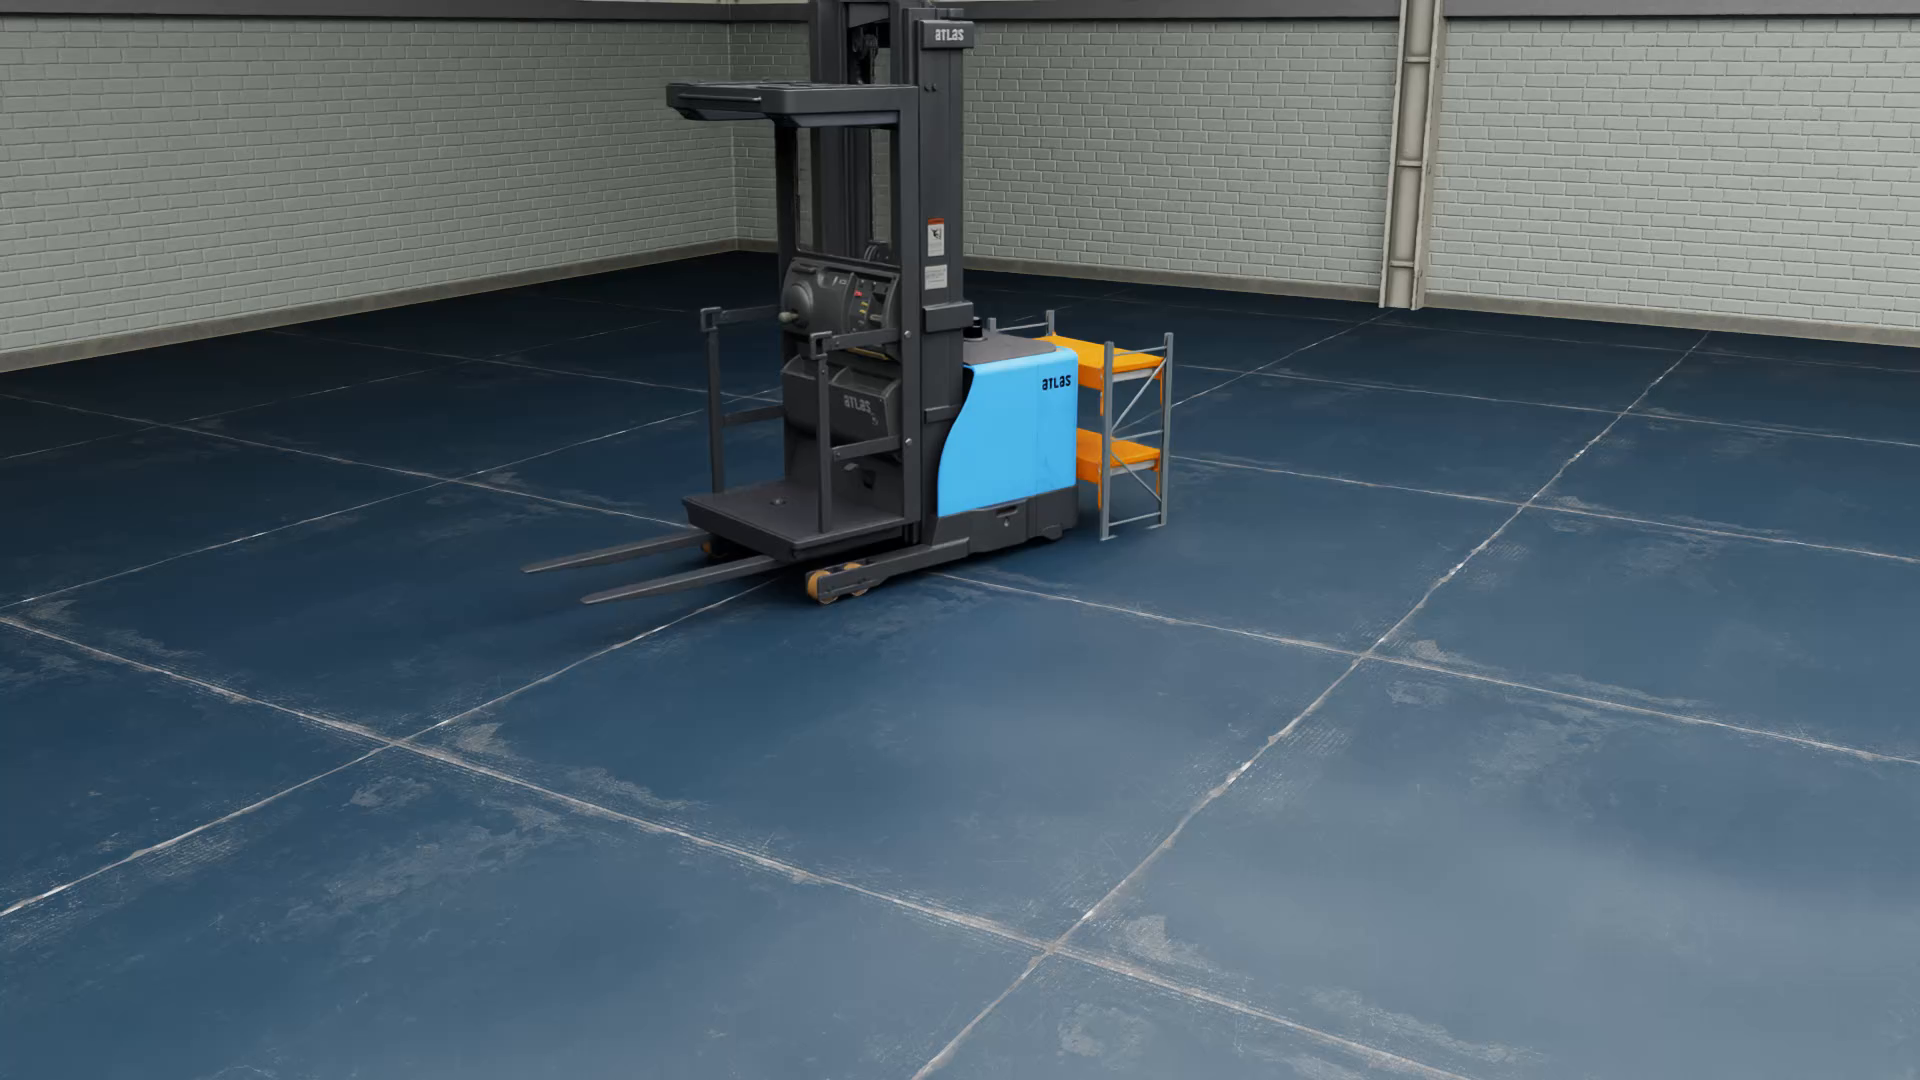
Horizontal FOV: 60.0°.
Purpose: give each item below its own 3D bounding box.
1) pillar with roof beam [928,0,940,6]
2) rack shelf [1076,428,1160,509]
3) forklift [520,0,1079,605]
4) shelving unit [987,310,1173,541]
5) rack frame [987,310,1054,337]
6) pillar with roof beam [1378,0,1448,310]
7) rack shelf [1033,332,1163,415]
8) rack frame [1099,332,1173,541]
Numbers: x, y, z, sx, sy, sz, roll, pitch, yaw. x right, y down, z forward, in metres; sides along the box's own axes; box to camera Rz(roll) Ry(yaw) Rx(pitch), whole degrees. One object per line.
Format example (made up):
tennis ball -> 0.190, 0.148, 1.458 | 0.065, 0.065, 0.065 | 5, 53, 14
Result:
pillar with roof beam -> -2.738, -6.598, 15.620 | 0.400, 9.000, 9.100 | 10, 20, 30
rack shelf -> 0.680, -0.465, 9.818 | 0.538, 0.278, 1.000 | -13, 21, -36
forklift -> -0.785, -1.254, 8.468 | 3.031, 2.935, 1.130 | -14, 22, -38
shelving unit -> 0.680, -0.699, 9.747 | 0.538, 1.125, 1.048 | -13, 21, -36
rack frame -> 0.367, -0.815, 10.130 | 0.500, 1.125, 0.032 | -13, 21, -36
pillar with roof beam -> 2.375, -5.685, 12.615 | 0.400, 9.000, 9.100 | 10, 20, 30
rack shelf -> 0.680, -0.979, 9.662 | 0.538, 0.278, 1.000 | -13, 21, -36
rack frame -> 0.992, -0.583, 9.364 | 0.500, 1.125, 0.032 | -13, 21, -36
